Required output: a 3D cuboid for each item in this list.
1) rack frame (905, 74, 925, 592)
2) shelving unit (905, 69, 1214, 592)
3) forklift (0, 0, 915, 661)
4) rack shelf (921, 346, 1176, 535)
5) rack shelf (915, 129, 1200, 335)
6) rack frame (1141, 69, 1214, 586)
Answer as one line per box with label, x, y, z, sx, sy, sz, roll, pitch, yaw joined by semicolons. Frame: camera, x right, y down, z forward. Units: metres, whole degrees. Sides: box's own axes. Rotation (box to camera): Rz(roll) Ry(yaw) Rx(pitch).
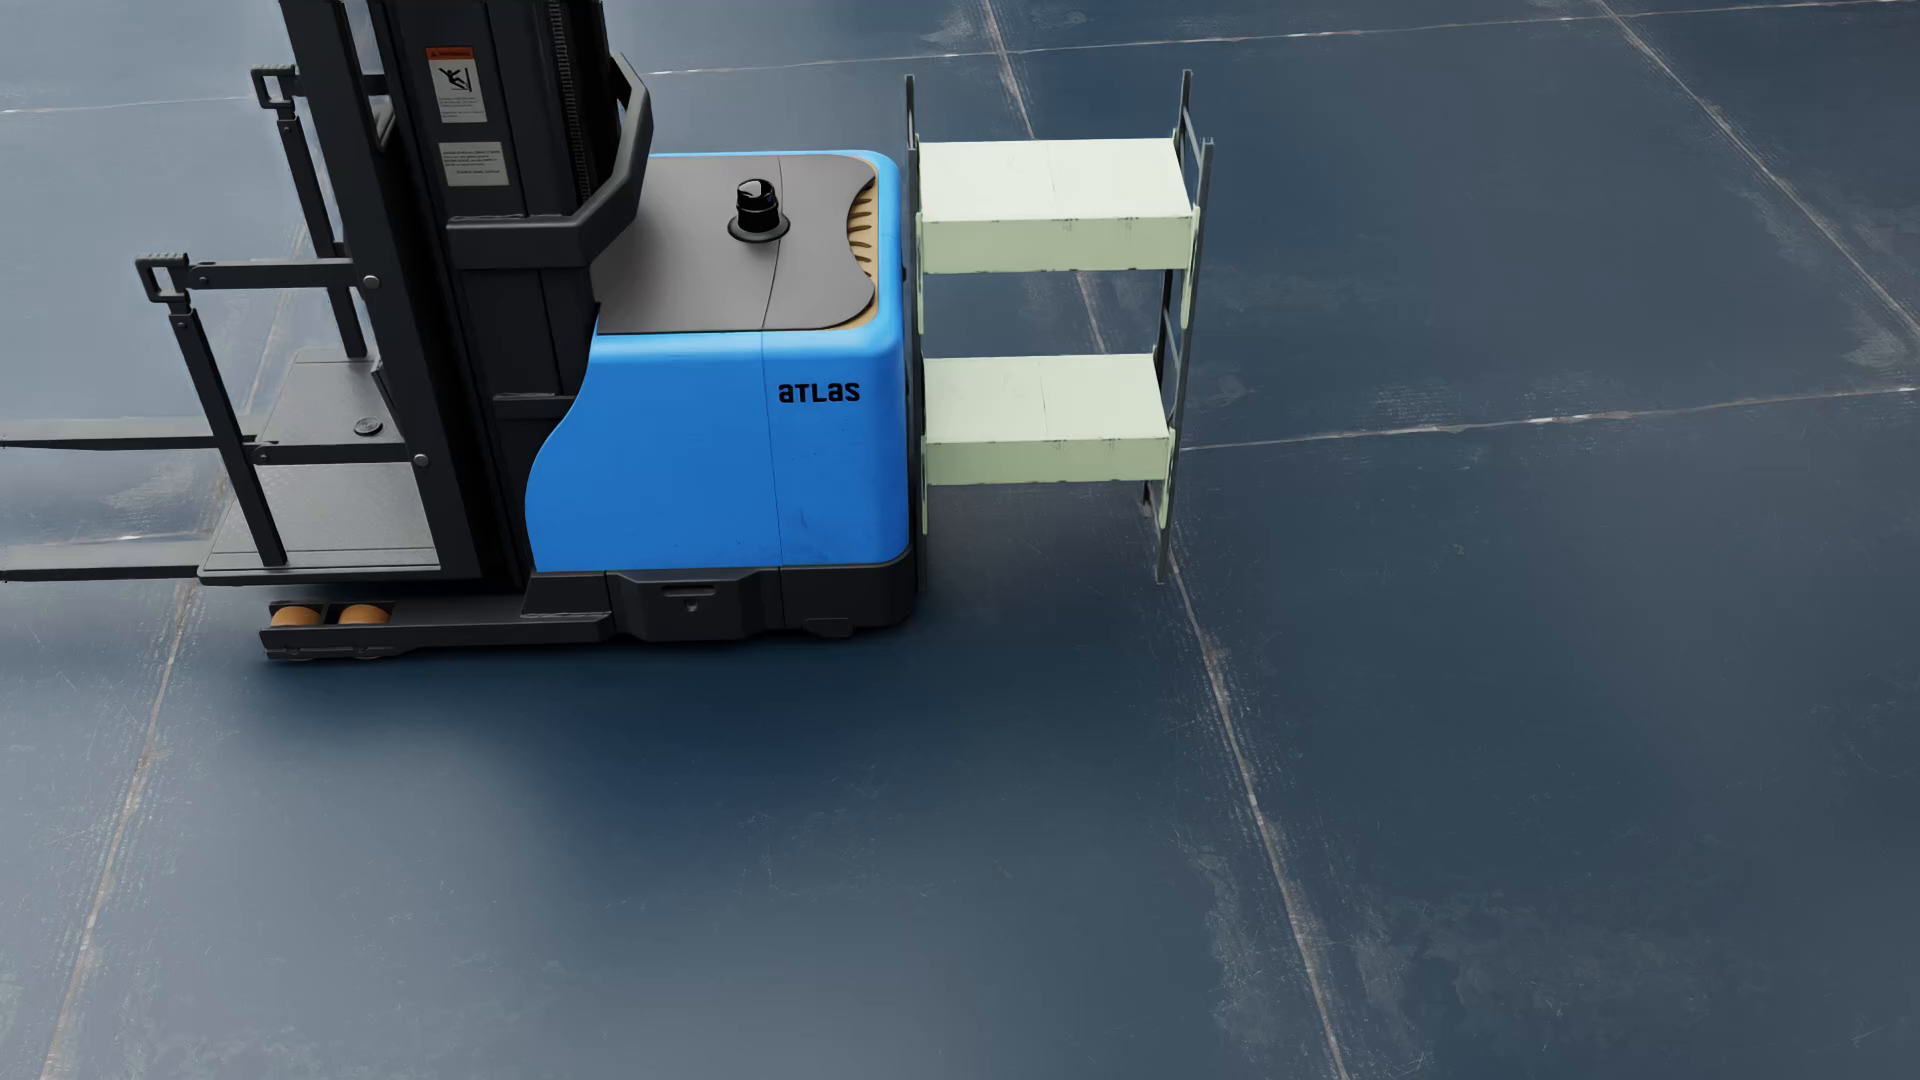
rack frame;-0.125;-0.532;4.720;0.023;1.500;0.400;-1;42;-2
shelving unit;0.241;-0.541;4.730;0.755;1.500;0.431;-1;42;-2
forklift;-1.665;-1.097;4.278;3.031;2.935;1.130;-1;42;-2
rack shelf;0.241;-0.299;4.949;0.720;0.370;0.431;-1;42;-2
rack shelf;0.241;-0.831;4.469;0.720;0.370;0.431;-1;42;-2
rack frame;0.607;-0.551;4.741;0.023;1.500;0.400;-1;42;-2
